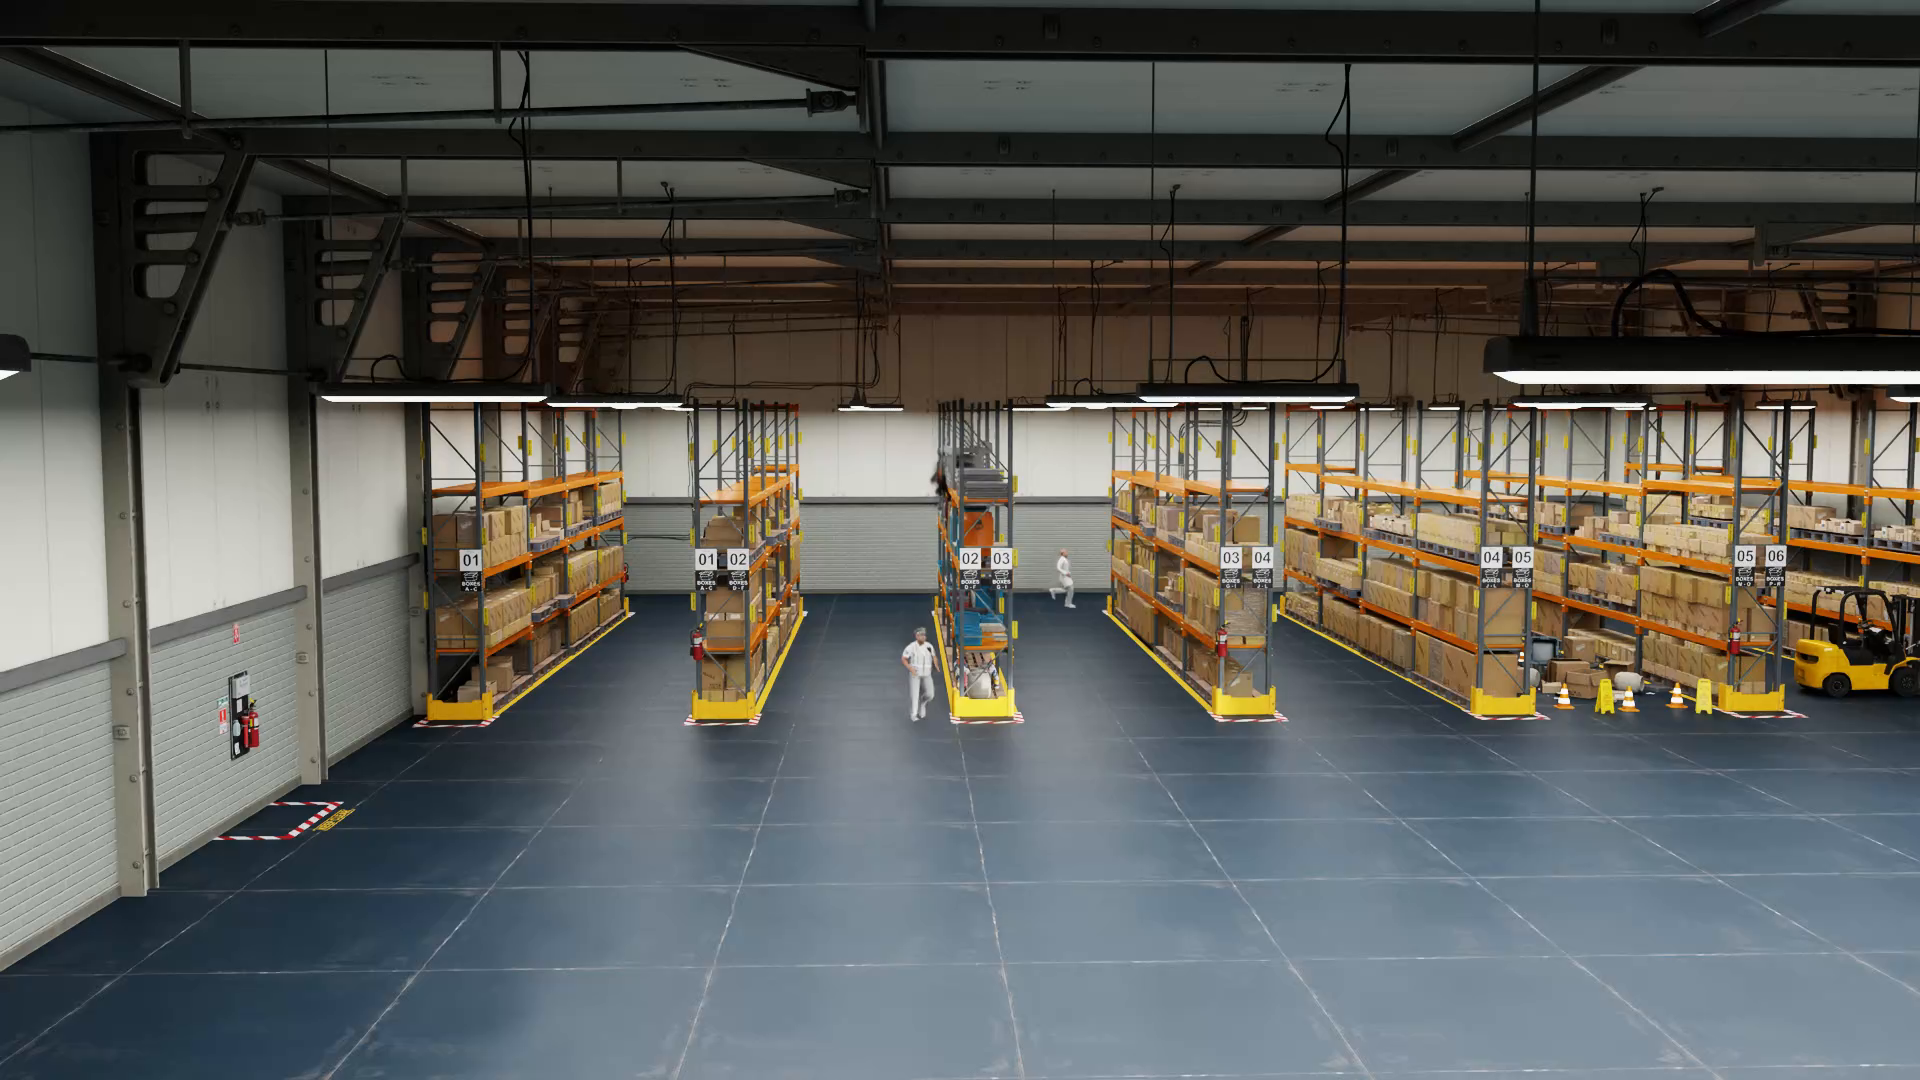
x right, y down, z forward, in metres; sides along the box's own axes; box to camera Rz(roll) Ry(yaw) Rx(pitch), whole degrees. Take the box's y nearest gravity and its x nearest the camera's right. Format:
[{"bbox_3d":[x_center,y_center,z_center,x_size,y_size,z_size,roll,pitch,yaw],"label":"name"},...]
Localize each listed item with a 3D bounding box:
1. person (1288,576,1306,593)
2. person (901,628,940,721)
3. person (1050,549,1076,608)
[{"bbox_3d":[10.011,1.216,48.802,0.797,1.661,0.605,-1,4,-13],"label":"person"},{"bbox_3d":[-0.725,2.504,31.085,0.724,1.736,0.526,-2,5,-19],"label":"person"},{"bbox_3d":[3.049,1.173,49.299,0.812,1.659,0.726,1,4,9],"label":"person"}]
